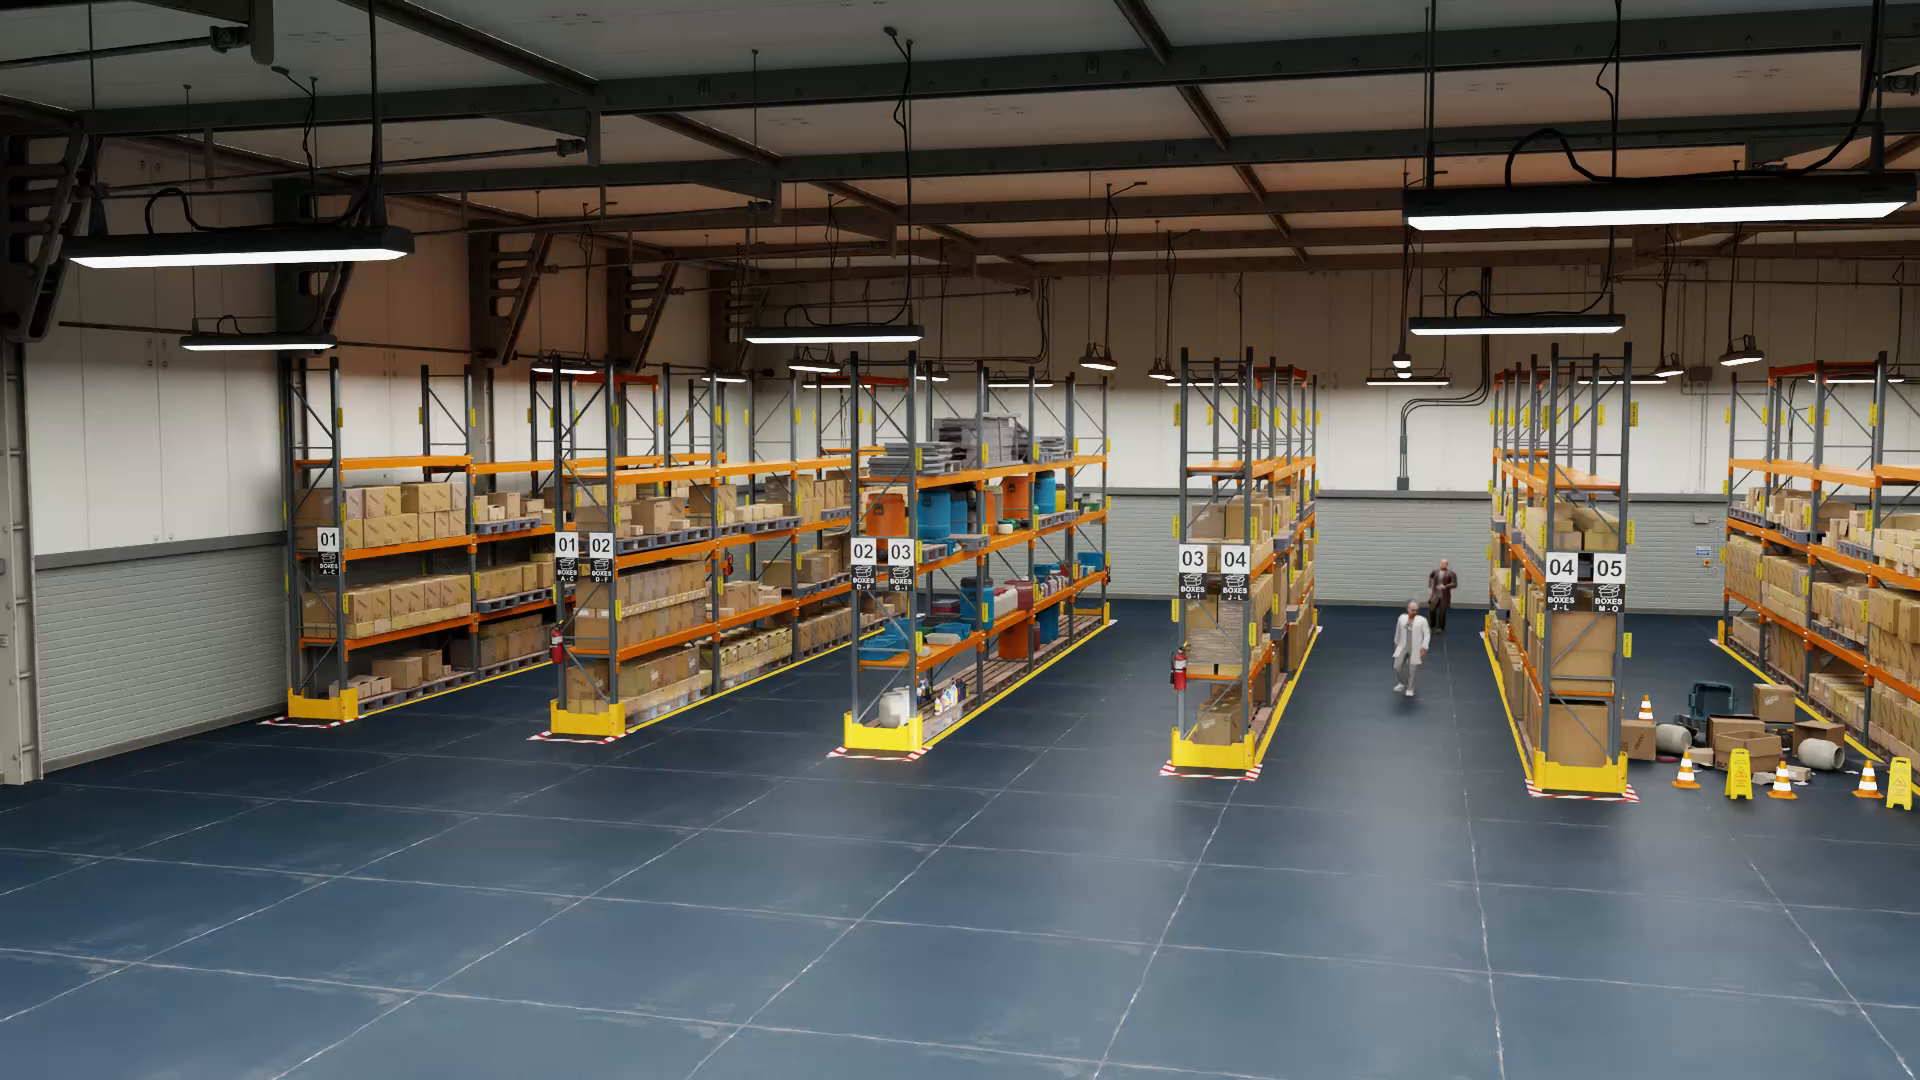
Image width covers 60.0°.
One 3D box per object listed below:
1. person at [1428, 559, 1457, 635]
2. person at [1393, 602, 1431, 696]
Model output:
[{"bbox_3d":[11.080,1.366,38.202,0.705,1.715,0.710,2,5,28],"label":"person"},{"bbox_3d":[8.044,1.952,29.691,0.709,1.729,0.683,2,5,28],"label":"person"}]
